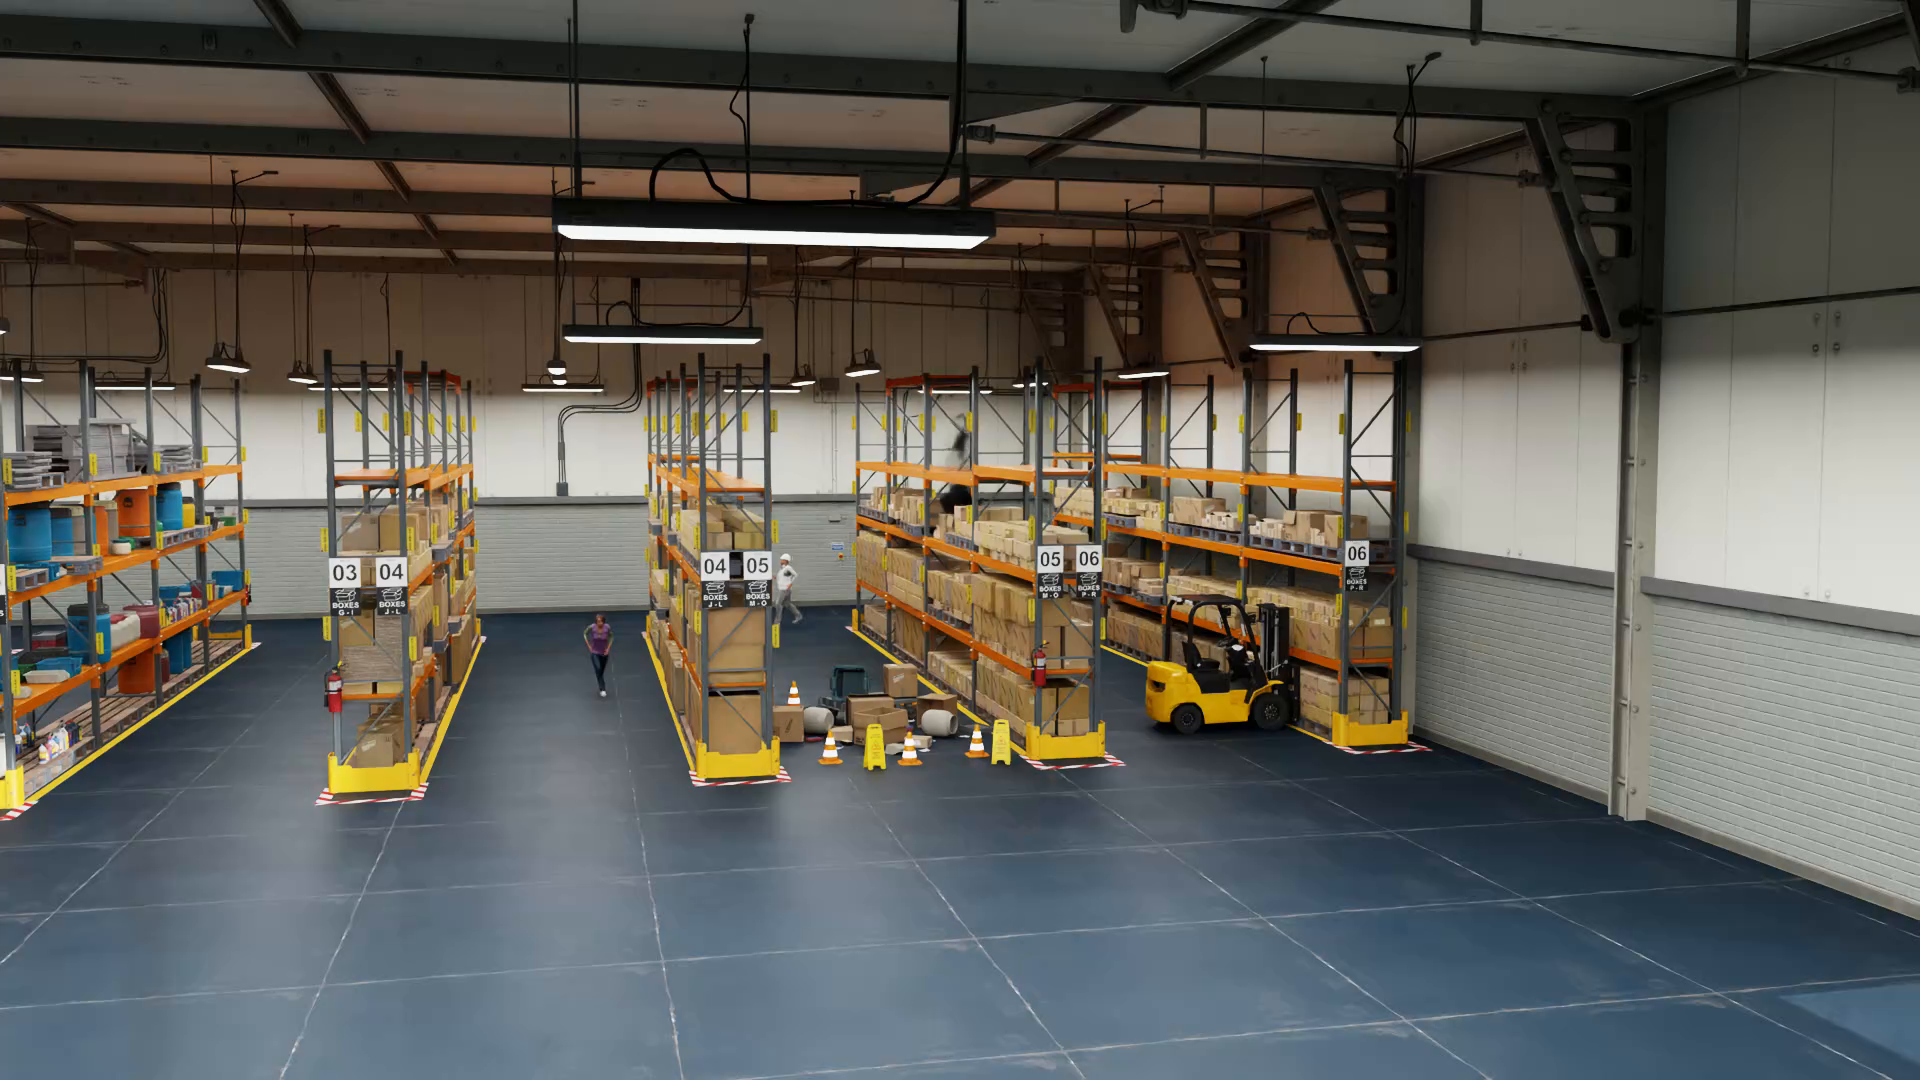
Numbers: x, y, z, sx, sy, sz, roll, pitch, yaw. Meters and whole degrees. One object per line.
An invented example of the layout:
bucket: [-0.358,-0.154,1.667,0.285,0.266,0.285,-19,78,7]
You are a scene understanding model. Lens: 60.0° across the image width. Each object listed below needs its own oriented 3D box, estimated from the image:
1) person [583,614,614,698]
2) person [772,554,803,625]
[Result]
person: [-6.703,2.114,30.855,0.557,1.548,0.884,-1,4,-12]
person: [-4.299,1.247,41.055,0.880,1.814,0.637,-1,4,-16]
